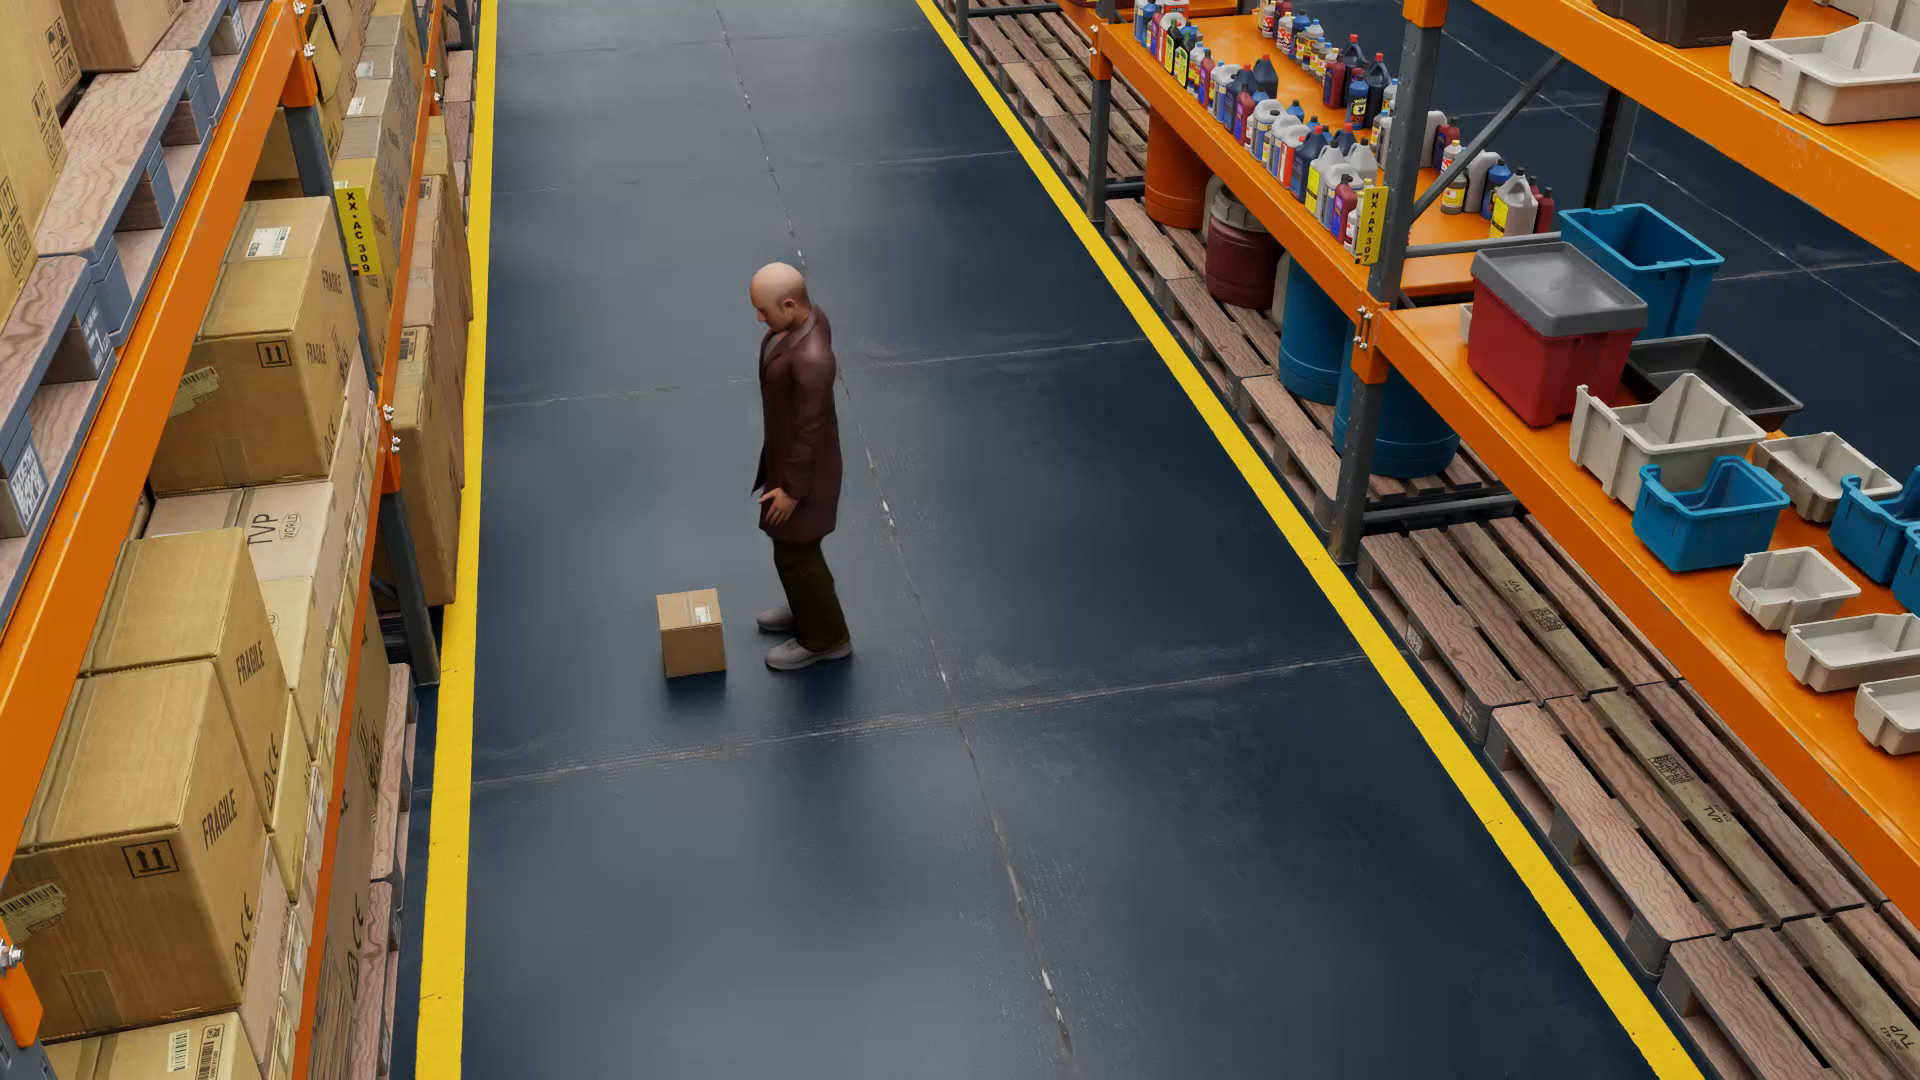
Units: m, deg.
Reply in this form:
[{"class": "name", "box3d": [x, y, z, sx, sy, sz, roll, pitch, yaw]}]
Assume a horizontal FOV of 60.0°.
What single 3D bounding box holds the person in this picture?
[{"class": "person", "box3d": [-0.658, -0.282, 6.598, 0.382, 1.761, 0.569, -6, 34, -9]}]
